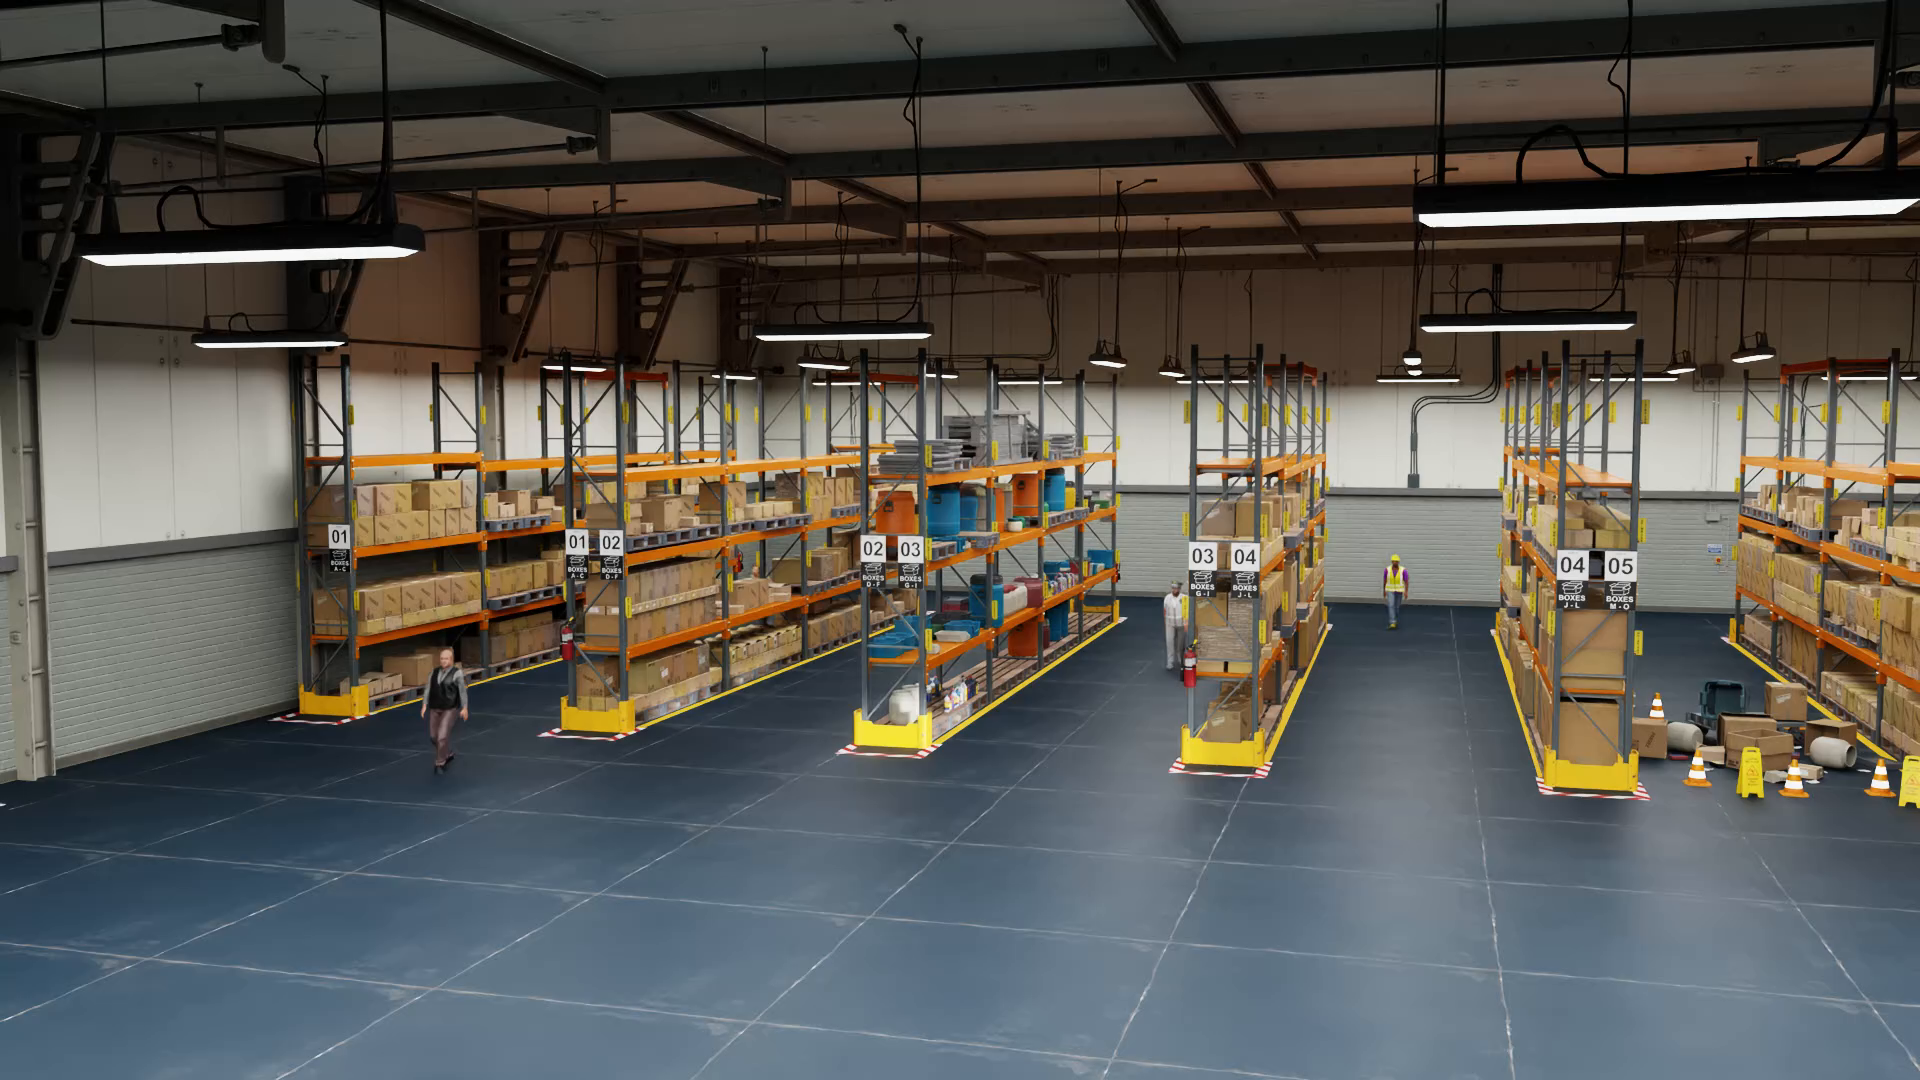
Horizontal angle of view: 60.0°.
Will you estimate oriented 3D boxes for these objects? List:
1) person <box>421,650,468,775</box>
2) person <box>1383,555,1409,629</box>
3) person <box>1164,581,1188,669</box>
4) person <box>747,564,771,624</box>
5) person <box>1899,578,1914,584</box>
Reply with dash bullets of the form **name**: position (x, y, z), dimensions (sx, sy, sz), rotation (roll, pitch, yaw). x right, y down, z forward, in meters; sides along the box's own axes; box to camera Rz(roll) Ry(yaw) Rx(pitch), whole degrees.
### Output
- **person**: position (-7.270, 2.420, 23.458), dimensions (0.607, 1.742, 0.658), rotation (1, 4, 10)
- **person**: position (10.273, 1.207, 39.118), dimensions (0.543, 1.706, 1.105), rotation (0, 4, 5)
- **person**: position (4.298, 1.653, 32.978), dimensions (0.549, 1.710, 1.067), rotation (1, 4, 12)
- **person**: position (-4.655, 1.327, 38.549), dimensions (0.564, 1.579, 0.681), rotation (2, 5, 24)
- **person**: position (20.281, 1.495, 35.695), dimensions (0.974, 1.605, 0.419), rotation (4, 6, 44)
